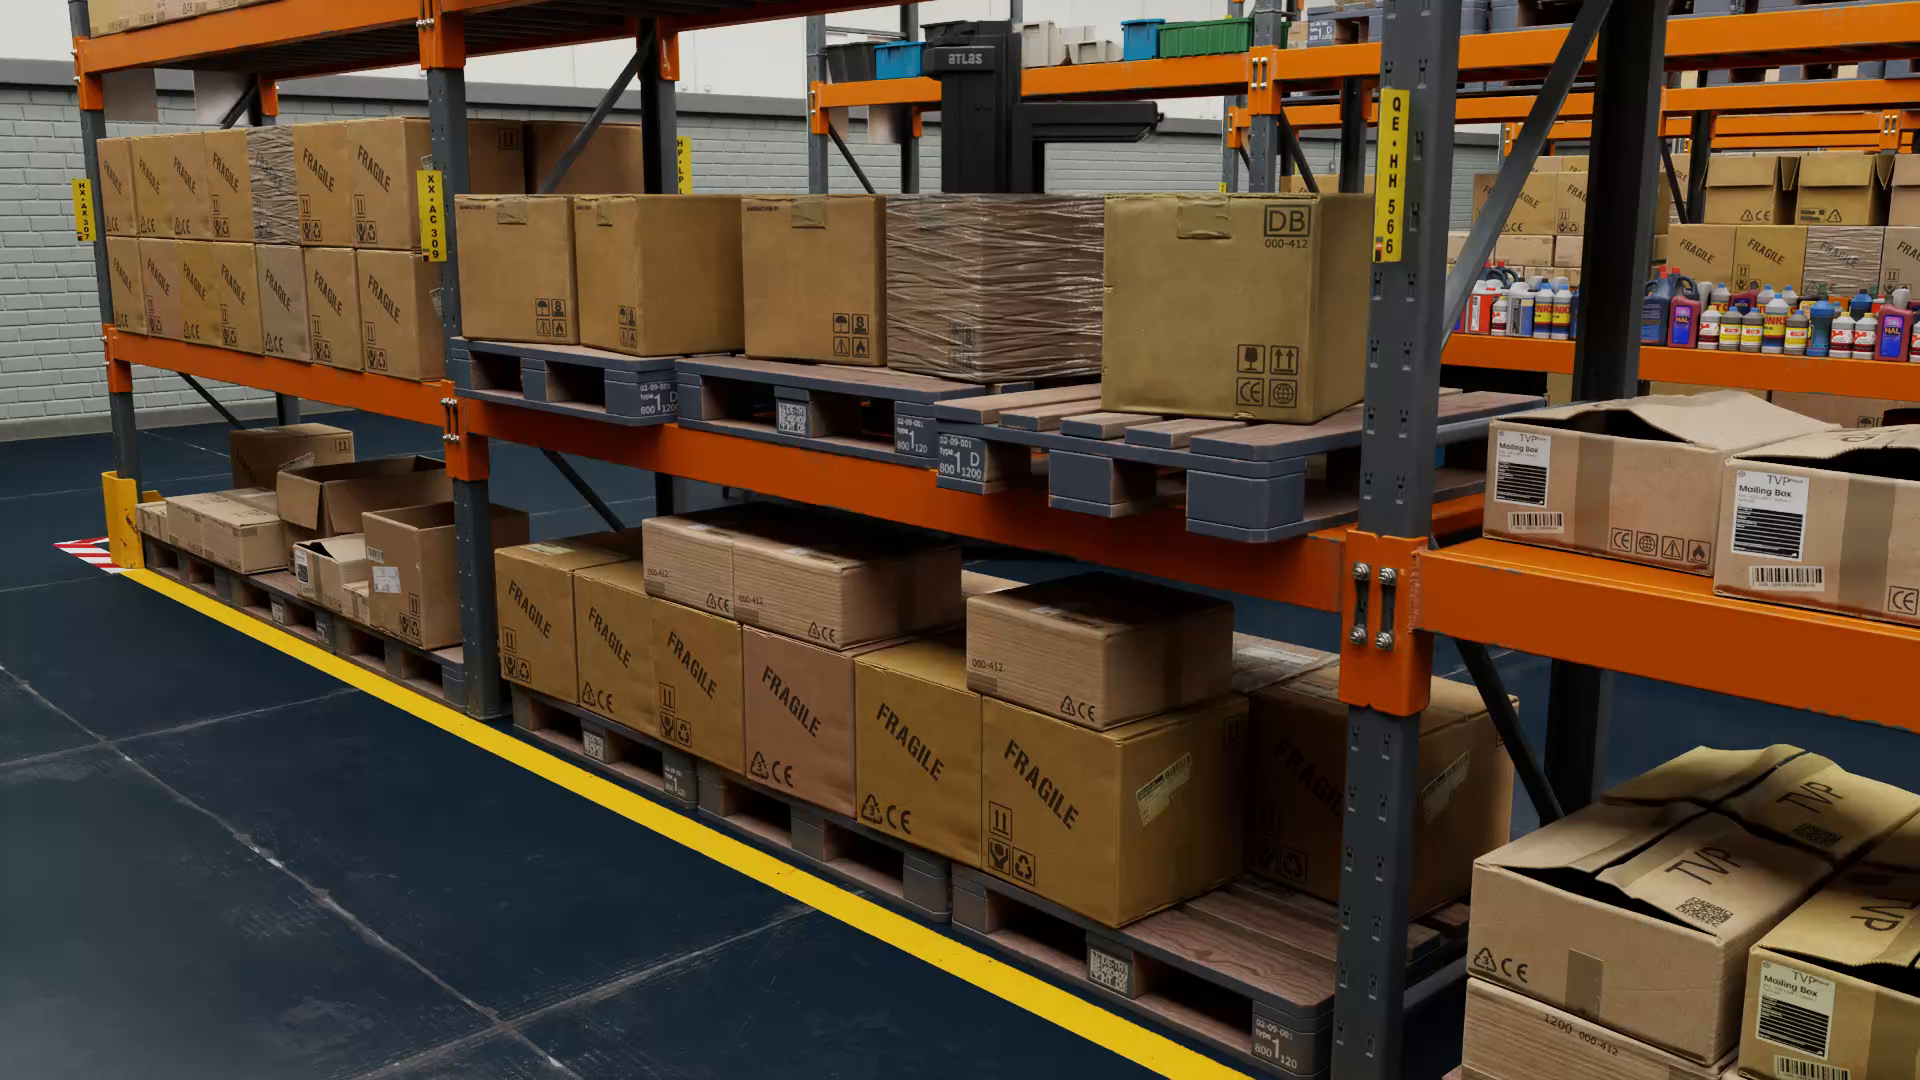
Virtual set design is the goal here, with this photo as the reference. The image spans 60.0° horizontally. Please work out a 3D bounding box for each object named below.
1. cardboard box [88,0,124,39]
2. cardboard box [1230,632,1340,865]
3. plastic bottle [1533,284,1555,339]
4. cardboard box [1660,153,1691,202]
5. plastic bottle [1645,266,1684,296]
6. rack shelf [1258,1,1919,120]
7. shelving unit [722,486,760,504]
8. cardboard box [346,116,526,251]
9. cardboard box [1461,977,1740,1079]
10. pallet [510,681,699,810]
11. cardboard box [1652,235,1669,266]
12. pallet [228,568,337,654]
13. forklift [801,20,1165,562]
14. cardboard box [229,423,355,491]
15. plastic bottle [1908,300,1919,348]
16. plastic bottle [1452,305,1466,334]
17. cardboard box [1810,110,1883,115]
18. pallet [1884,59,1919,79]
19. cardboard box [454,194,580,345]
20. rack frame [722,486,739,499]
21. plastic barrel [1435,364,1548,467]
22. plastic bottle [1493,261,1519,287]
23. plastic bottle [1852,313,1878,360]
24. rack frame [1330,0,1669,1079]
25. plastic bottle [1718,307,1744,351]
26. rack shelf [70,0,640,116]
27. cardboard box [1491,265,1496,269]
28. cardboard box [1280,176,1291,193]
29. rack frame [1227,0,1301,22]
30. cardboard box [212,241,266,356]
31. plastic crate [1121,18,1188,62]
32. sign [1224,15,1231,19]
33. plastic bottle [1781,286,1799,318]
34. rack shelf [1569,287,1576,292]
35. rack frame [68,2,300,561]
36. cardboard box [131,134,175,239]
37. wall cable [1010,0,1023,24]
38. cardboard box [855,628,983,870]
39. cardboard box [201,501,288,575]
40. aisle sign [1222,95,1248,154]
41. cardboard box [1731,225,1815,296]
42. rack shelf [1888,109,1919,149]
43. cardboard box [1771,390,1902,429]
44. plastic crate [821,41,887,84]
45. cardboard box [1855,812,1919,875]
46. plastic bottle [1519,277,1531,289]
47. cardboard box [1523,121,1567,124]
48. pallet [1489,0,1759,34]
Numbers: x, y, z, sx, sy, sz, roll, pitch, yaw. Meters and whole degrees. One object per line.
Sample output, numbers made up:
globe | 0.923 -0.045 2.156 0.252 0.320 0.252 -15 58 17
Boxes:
cardboard box | -4.131 -2.705 8.547 0.500 0.250 0.500 -11 16 -43
cardboard box | 0.750 0.574 4.794 0.500 0.500 0.500 11 16 43
plastic bottle | 2.950 -1.153 8.391 0.097 0.271 0.097 0 12 0
cardboard box | 7.692 -3.833 17.618 0.500 0.500 0.500 11 16 43
plastic bottle | 3.678 -1.253 8.679 0.144 0.351 0.185 -11 16 -43
rack shelf | 3.427 -2.351 8.238 1.077 0.370 4.000 -11 16 -43
shelving unit | -1.235 -0.748 10.756 0.538 1.125 1.048 -3 12 -15
cardboard box | -2.076 -1.413 6.609 0.500 0.500 0.500 -11 16 -42
cardboard box | 1.372 1.006 3.369 0.500 0.250 0.500 -11 16 -43
pallet | -0.950 0.643 6.268 1.003 0.211 1.213 -11 16 -43
cardboard box | 5.493 -2.393 13.730 0.500 0.250 0.500 -11 16 -44
pallet | -2.860 0.251 8.170 1.003 0.211 1.213 -11 16 -43
forklift | 0.644 -1.421 9.546 3.031 2.935 1.130 1 12 6
cardboard box | -3.748 -0.366 9.360 0.500 0.500 0.500 -11 16 -43
plastic bottle | 4.549 -1.048 7.852 0.061 0.283 0.133 -11 16 -43
plastic bottle | 2.604 -1.226 8.719 0.061 0.283 0.133 -11 16 -43
cardboard box | 8.751 -4.322 16.395 0.500 0.250 0.500 -10 16 -41
pallet | 7.133 -3.258 11.328 1.003 0.211 1.213 -10 15 -40
cardboard box | -1.374 -0.991 5.998 0.500 0.500 0.700 6 13 26
rack frame | -1.371 -0.847 11.236 0.500 1.125 0.032 -3 12 -15
plastic barrel | 2.898 -0.519 9.155 0.600 0.901 0.708 -11 16 -43
plastic bottle | 3.045 -1.386 9.329 0.144 0.351 0.185 -11 16 -43
plastic bottle | 3.994 -0.898 7.327 0.097 0.201 0.097 0 12 0
rack frame | 1.223 -0.252 3.703 1.000 3.000 0.127 -11 16 -43
plastic bottle | 3.591 -0.983 7.740 0.097 0.201 0.097 0 12 0
rack shelf | -2.920 -2.245 7.724 1.077 0.370 4.000 -11 16 -43
cardboard box | 4.470 -2.242 13.983 0.380 0.149 0.250 -11 16 -42
cardboard box | 3.392 -3.205 15.810 0.500 0.500 0.500 -11 16 -42
rack frame | 2.866 -5.738 15.463 1.000 3.000 0.127 -11 16 -43
cardboard box | -3.137 -1.146 7.793 0.500 0.500 0.500 -11 16 -42
plastic crate | 1.186 -3.002 10.028 0.416 0.233 0.300 -11 16 -43
sign | 2.460 -4.660 15.298 0.100 0.325 0.005 -11 16 -43
plastic bottle | 4.112 -1.129 8.276 0.097 0.271 0.097 0 12 0
rack shelf | 4.247 -2.156 14.724 1.077 0.370 4.000 -11 16 -43
rack frame | -4.302 -1.420 9.370 1.000 3.000 0.127 -11 16 -43
cardboard box | -3.819 -1.782 8.402 0.500 0.500 0.500 -11 16 -42
wall cable | 1.454 -8.619 21.475 2.277 5.999 0.120 -11 16 -43
cardboard box | 0.050 0.577 4.782 0.500 0.500 0.500 11 16 43
cardboard box | -3.441 -0.024 8.318 0.500 0.250 0.500 -11 16 -43
aisle sign | 2.599 -4.042 15.654 0.394 0.787 0.004 -11 16 -43
cardboard box | 6.113 -2.090 12.374 0.500 0.500 0.500 -11 16 -42
rack shelf | 10.666 -3.718 14.871 1.077 0.370 4.000 -11 16 -43
cardboard box | 6.702 -1.160 12.334 0.875 0.875 1.225 11 16 43
plastic crate | -0.652 -3.420 11.967 0.497 0.269 0.590 -11 16 -43
cardboard box | 2.127 0.731 3.314 0.500 0.311 0.500 -11 16 -43
plastic bottle | 3.075 -1.303 9.123 0.097 0.271 0.097 0 12 0
cardboard box | 6.648 -4.771 18.573 0.500 0.250 0.500 -10 15 -41
pallet | 3.443 -2.637 8.310 1.003 0.211 1.213 -11 16 -43
